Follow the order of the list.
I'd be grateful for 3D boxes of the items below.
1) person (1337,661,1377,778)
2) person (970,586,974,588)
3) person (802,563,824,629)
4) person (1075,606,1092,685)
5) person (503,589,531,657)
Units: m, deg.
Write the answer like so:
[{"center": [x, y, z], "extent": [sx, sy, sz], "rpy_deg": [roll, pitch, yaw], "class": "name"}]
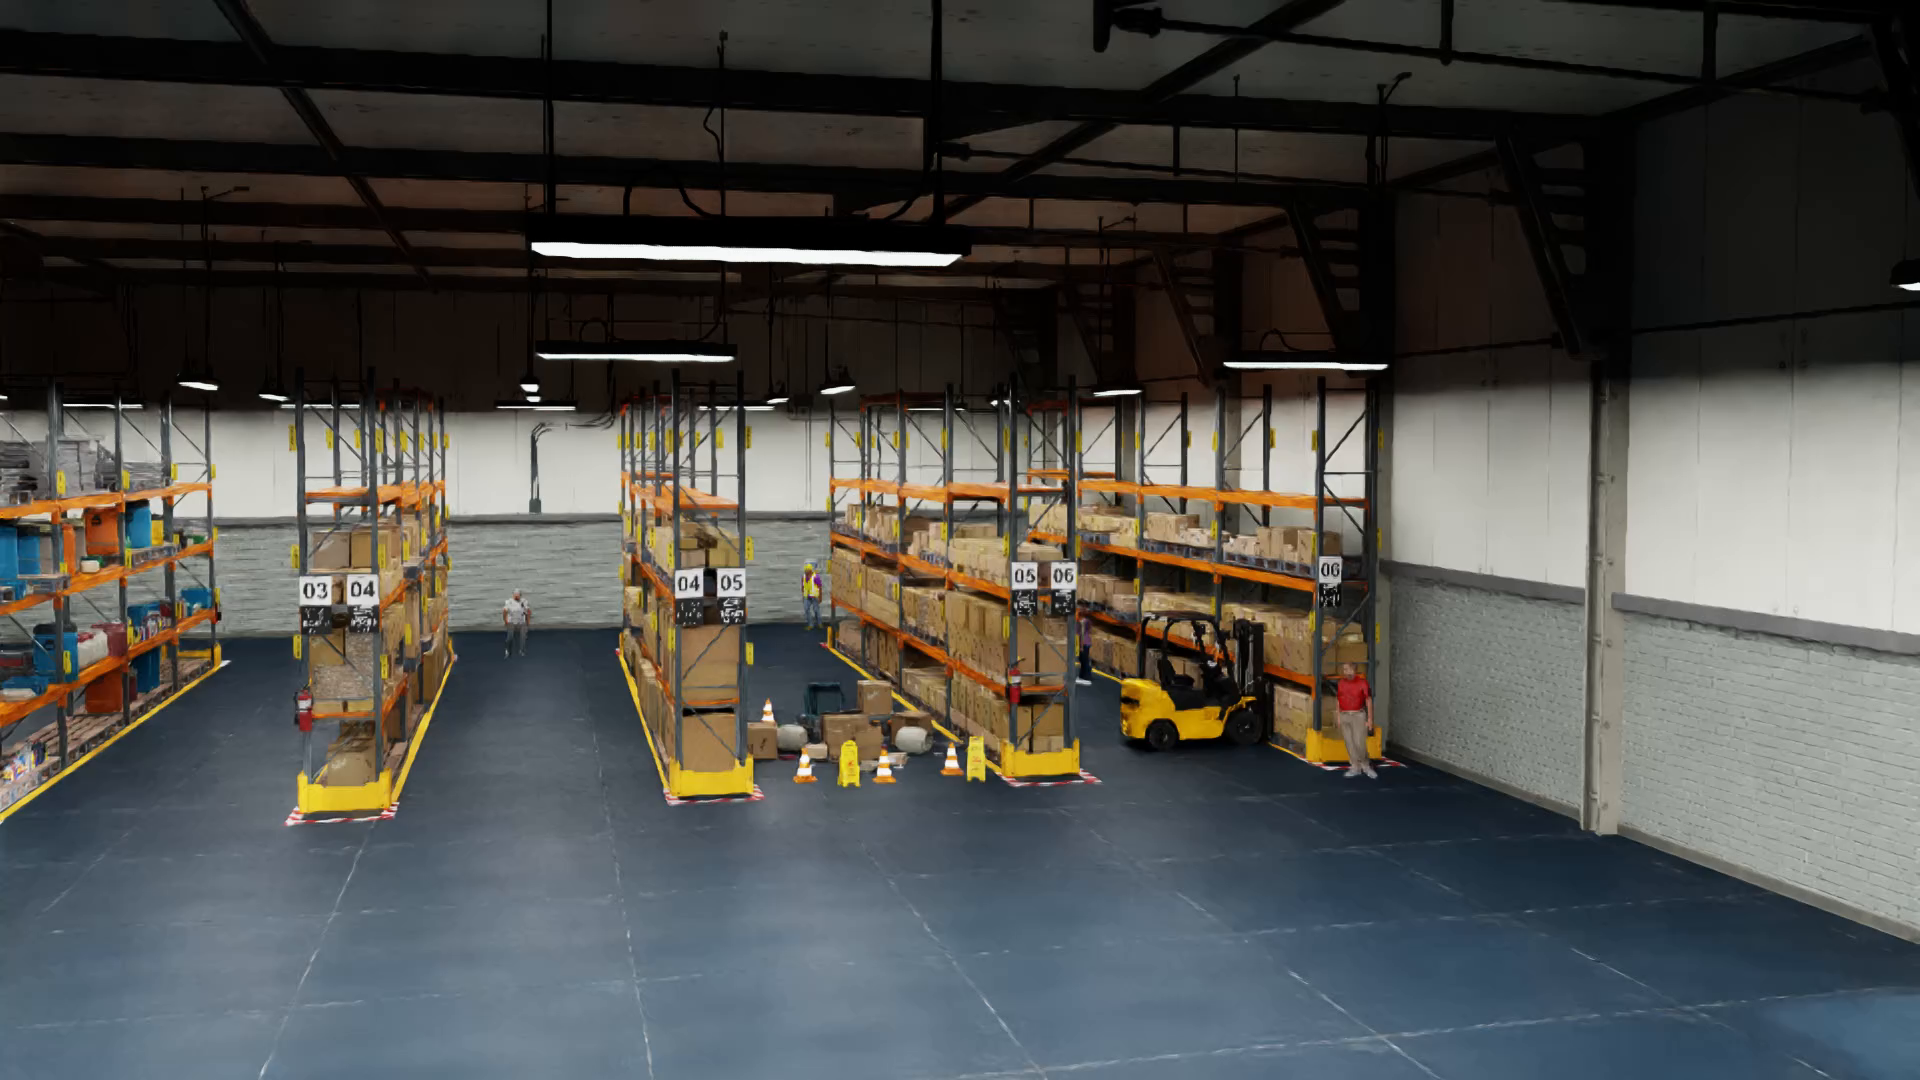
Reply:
[{"center": [5.880, 2.658, 24.692], "extent": [0.658, 1.720, 0.426], "rpy_deg": [3, 5, 45], "class": "person"}, {"center": [0.234, 1.798, 38.829], "extent": [0.603, 1.744, 0.673], "rpy_deg": [0, 3, 5], "class": "person"}, {"center": [-3.928, 1.493, 44.254], "extent": [0.601, 1.752, 0.570], "rpy_deg": [1, 4, 22], "class": "person"}, {"center": [2.515, 2.158, 34.105], "extent": [0.450, 1.599, 0.467], "rpy_deg": [1, 4, 17], "class": "person"}, {"center": [-10.244, 1.913, 38.441], "extent": [0.625, 1.611, 0.575], "rpy_deg": [-1, 4, -16], "class": "person"}]
